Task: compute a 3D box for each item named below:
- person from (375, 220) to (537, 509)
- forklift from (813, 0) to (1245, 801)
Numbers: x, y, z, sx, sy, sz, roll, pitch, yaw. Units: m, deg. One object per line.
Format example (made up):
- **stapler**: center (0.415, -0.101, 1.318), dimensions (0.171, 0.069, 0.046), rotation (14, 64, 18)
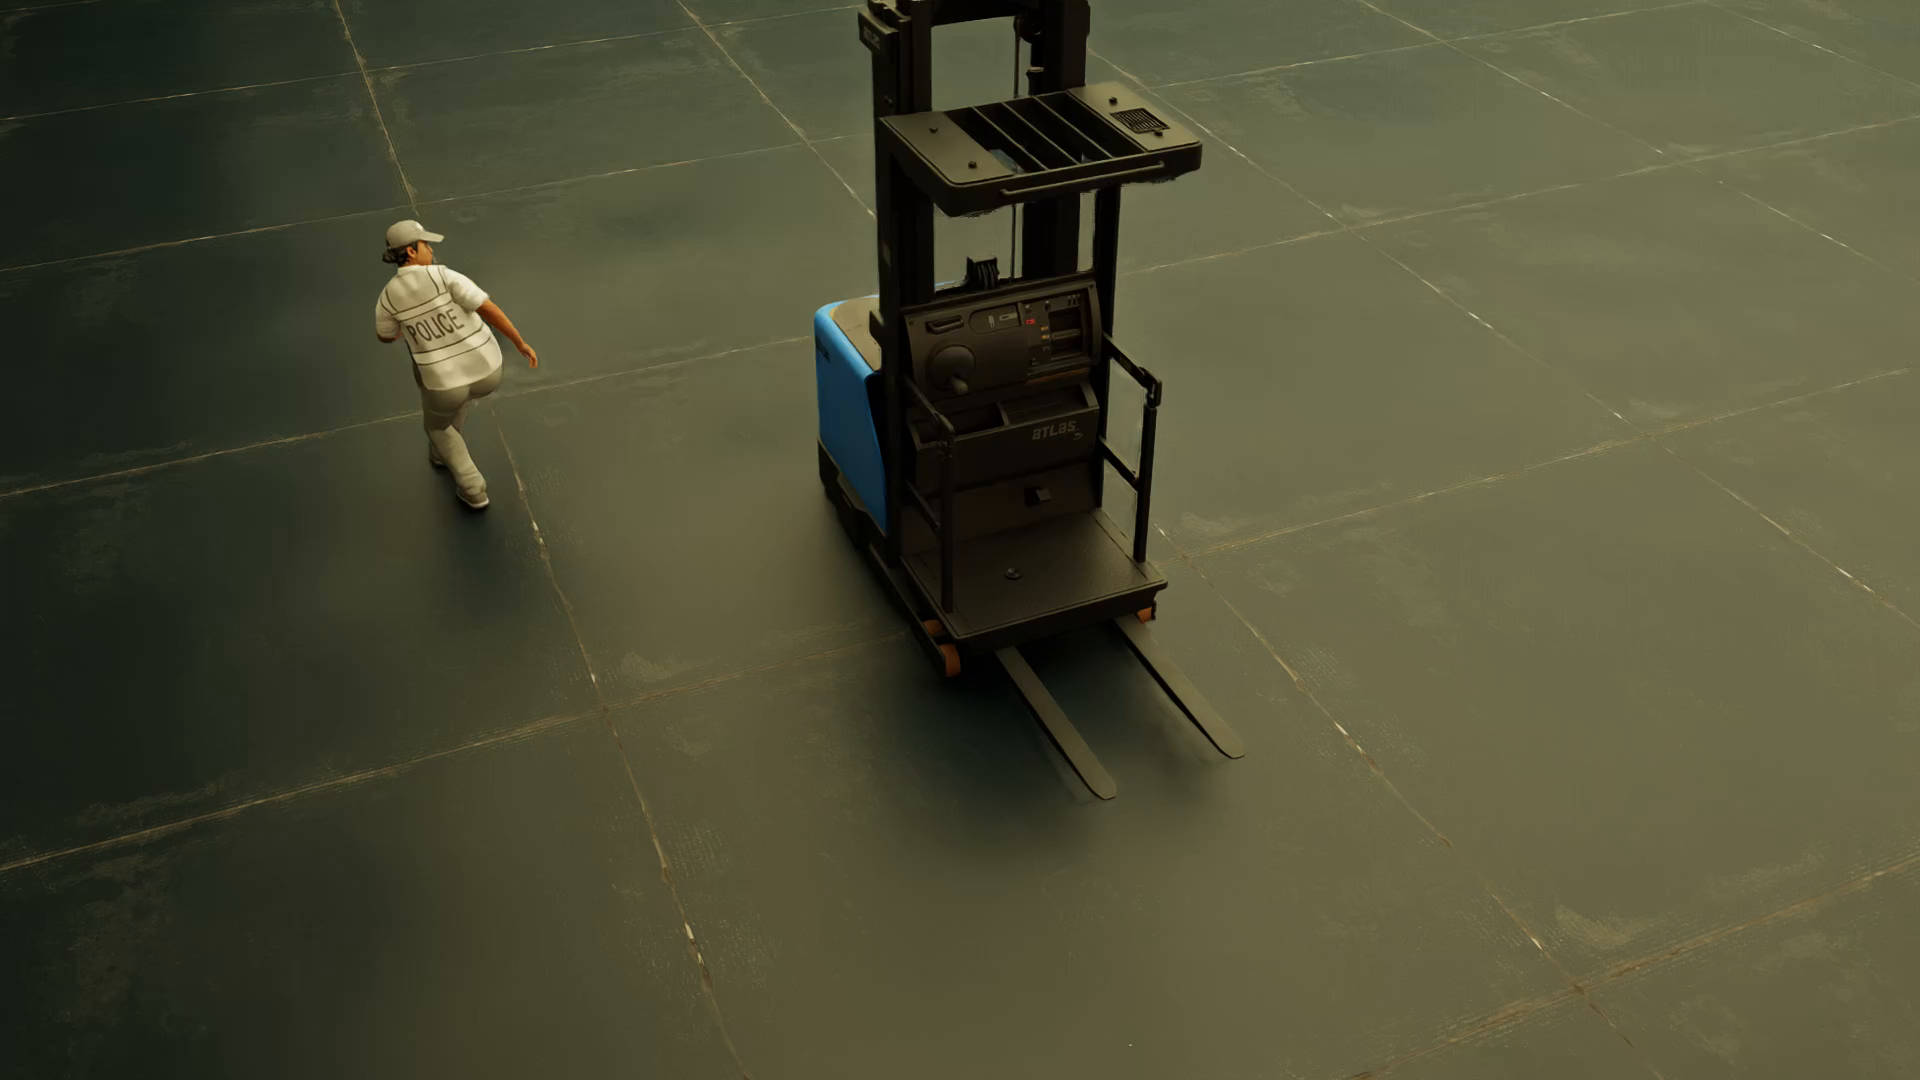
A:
- **person**: center (-2.642, -0.976, 8.704), dimensions (0.714, 1.518, 0.750), rotation (-17, 39, -22)
- **forklift**: center (0.288, -0.837, 7.276), dimensions (1.130, 2.935, 3.031), rotation (-14, 38, -19)
